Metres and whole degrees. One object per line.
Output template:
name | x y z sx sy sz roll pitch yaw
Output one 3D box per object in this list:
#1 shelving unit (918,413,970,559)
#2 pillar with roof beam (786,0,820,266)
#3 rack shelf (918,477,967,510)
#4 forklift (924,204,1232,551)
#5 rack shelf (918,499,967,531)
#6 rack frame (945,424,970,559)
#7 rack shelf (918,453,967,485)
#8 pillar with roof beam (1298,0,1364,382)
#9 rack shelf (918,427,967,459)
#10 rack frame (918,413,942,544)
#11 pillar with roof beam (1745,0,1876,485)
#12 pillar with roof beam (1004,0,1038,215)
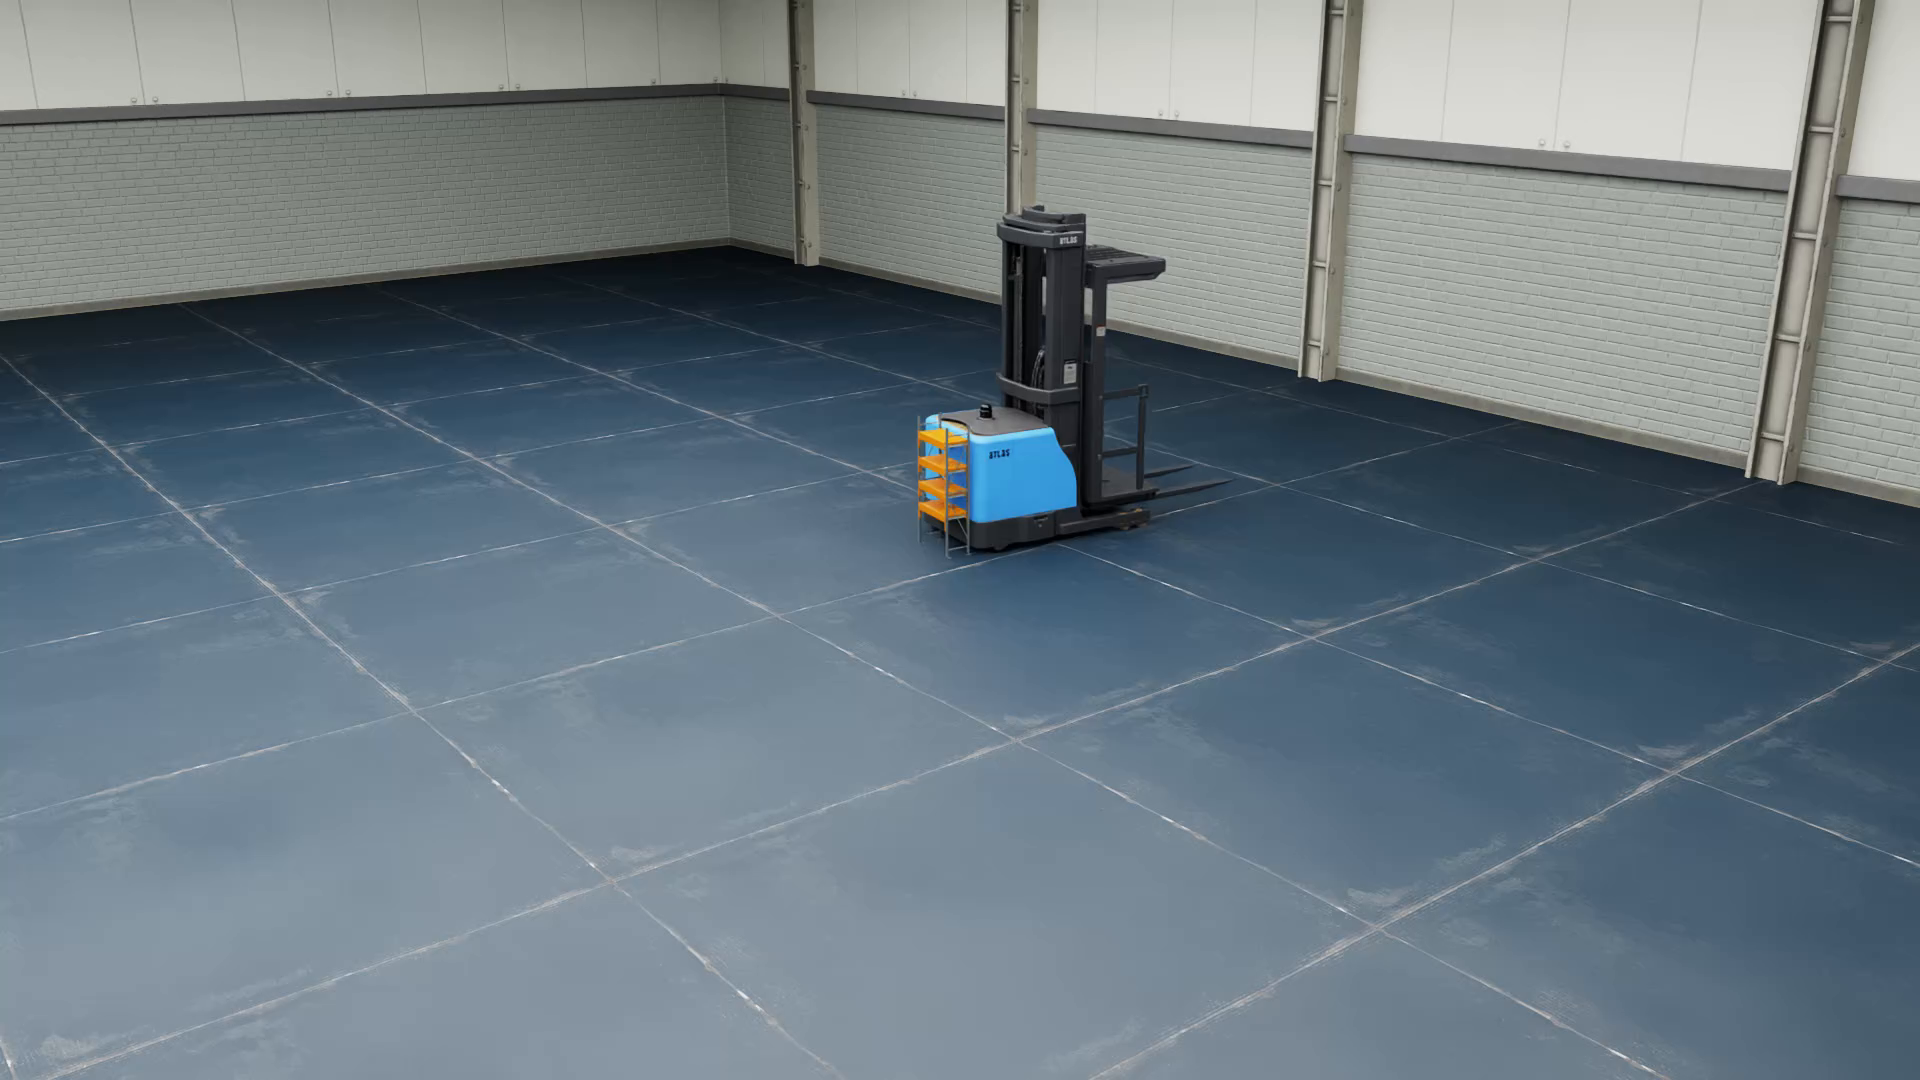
shelving unit | -0.145 -0.484 14.804 0.258 1.200 0.503 -11 21 -29
pillar with roof beam | -6.180 -8.504 26.617 9.100 9.000 0.400 -14 23 -36
rack shelf | -0.145 -0.421 14.826 0.258 0.148 0.480 -11 21 -29
forklift | 1.199 -1.617 15.470 3.031 2.935 1.130 -10 21 -29
rack shelf | -0.145 -0.232 14.888 0.258 0.148 0.480 -11 21 -29
rack frame | -0.020 -0.419 14.605 0.240 1.200 0.015 -11 21 -29
rack shelf | -0.145 -0.633 14.755 0.258 0.148 0.480 -11 21 -29
pillar with roof beam | 1.271 -5.547 17.687 9.100 9.000 0.400 -14 23 -36
rack shelf | -0.145 -0.858 14.681 0.258 0.148 0.480 -11 21 -29
rack frame | -0.270 -0.550 15.003 0.240 1.200 0.015 -11 21 -29
pillar with roof beam | 4.996 -4.069 13.222 9.100 9.000 0.400 -14 23 -36
pillar with roof beam | -2.454 -7.026 22.152 9.100 9.000 0.400 -14 23 -36
